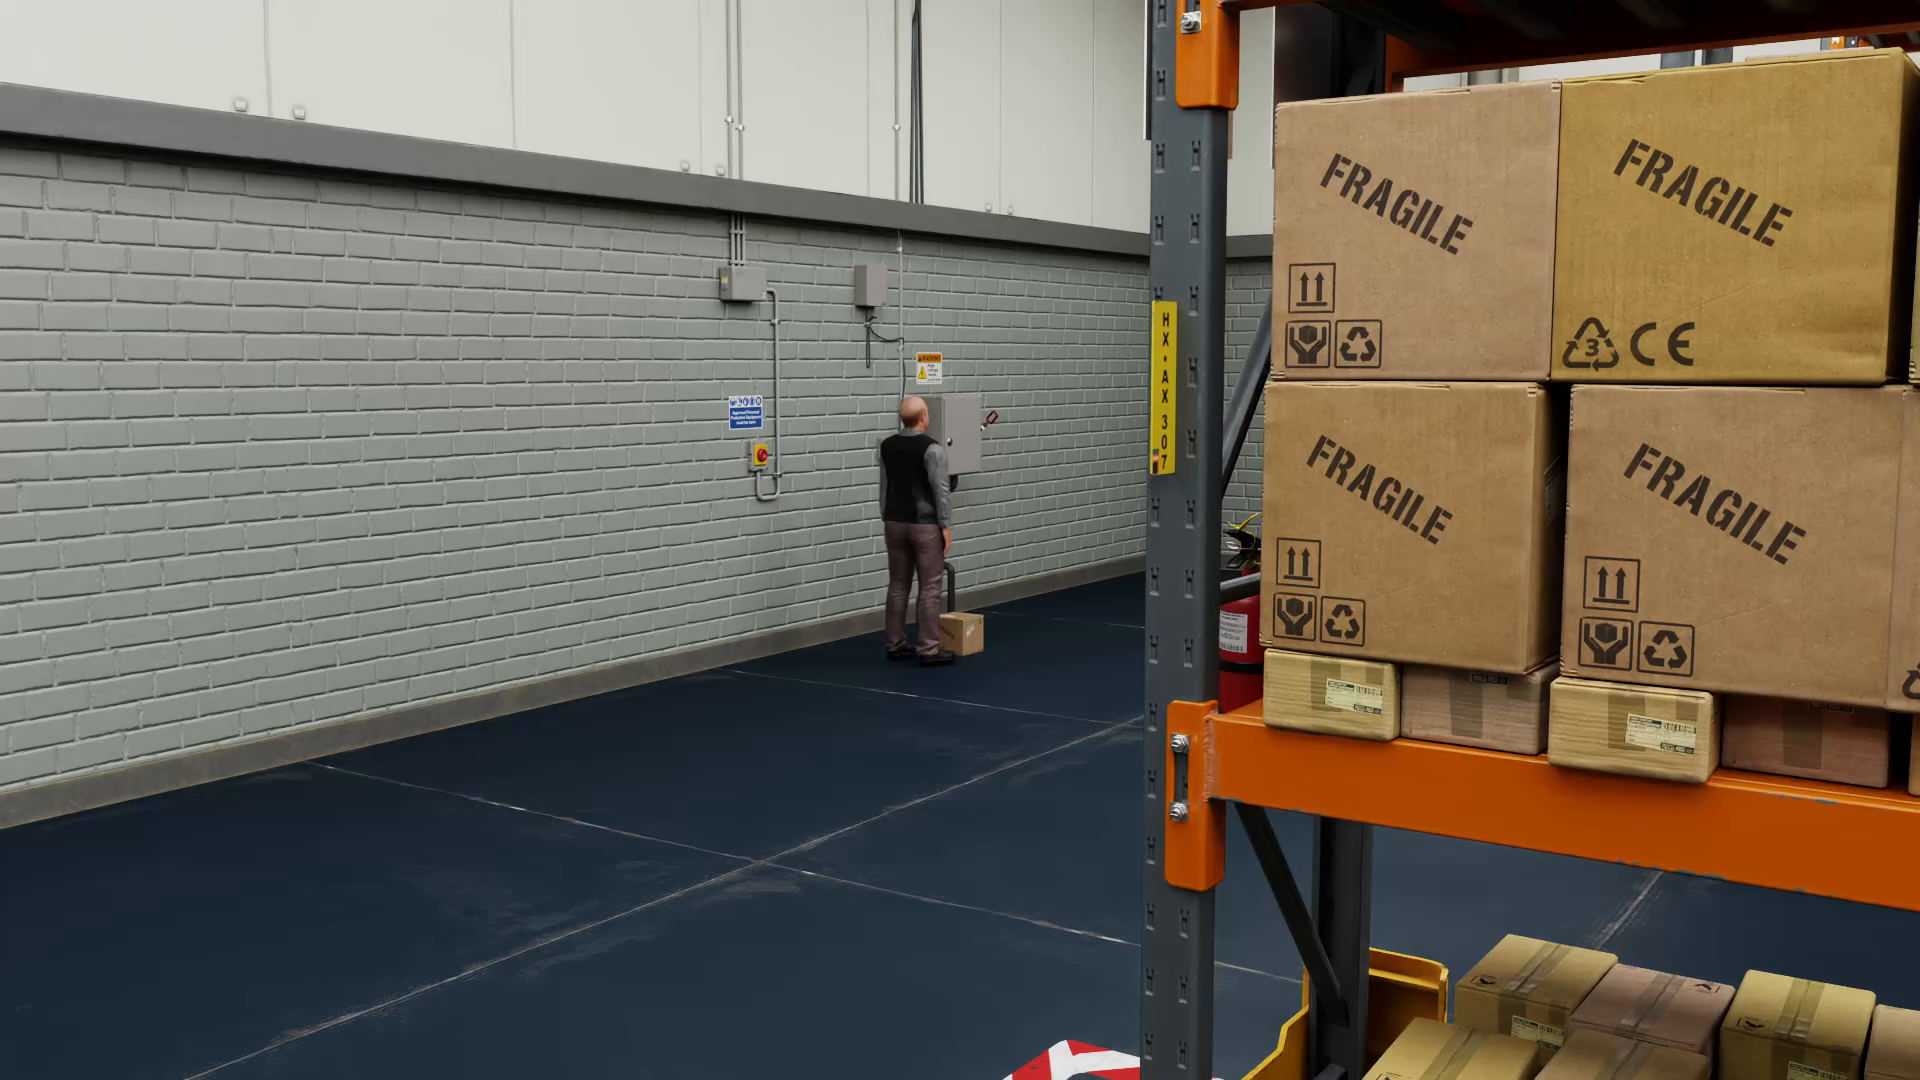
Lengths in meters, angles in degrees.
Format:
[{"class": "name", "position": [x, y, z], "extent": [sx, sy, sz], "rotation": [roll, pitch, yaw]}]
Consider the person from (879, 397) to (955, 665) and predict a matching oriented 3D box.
[{"class": "person", "position": [-0.274, -0.071, 10.830], "extent": [0.548, 1.722, 0.374], "rotation": [4, 7, 33]}]
